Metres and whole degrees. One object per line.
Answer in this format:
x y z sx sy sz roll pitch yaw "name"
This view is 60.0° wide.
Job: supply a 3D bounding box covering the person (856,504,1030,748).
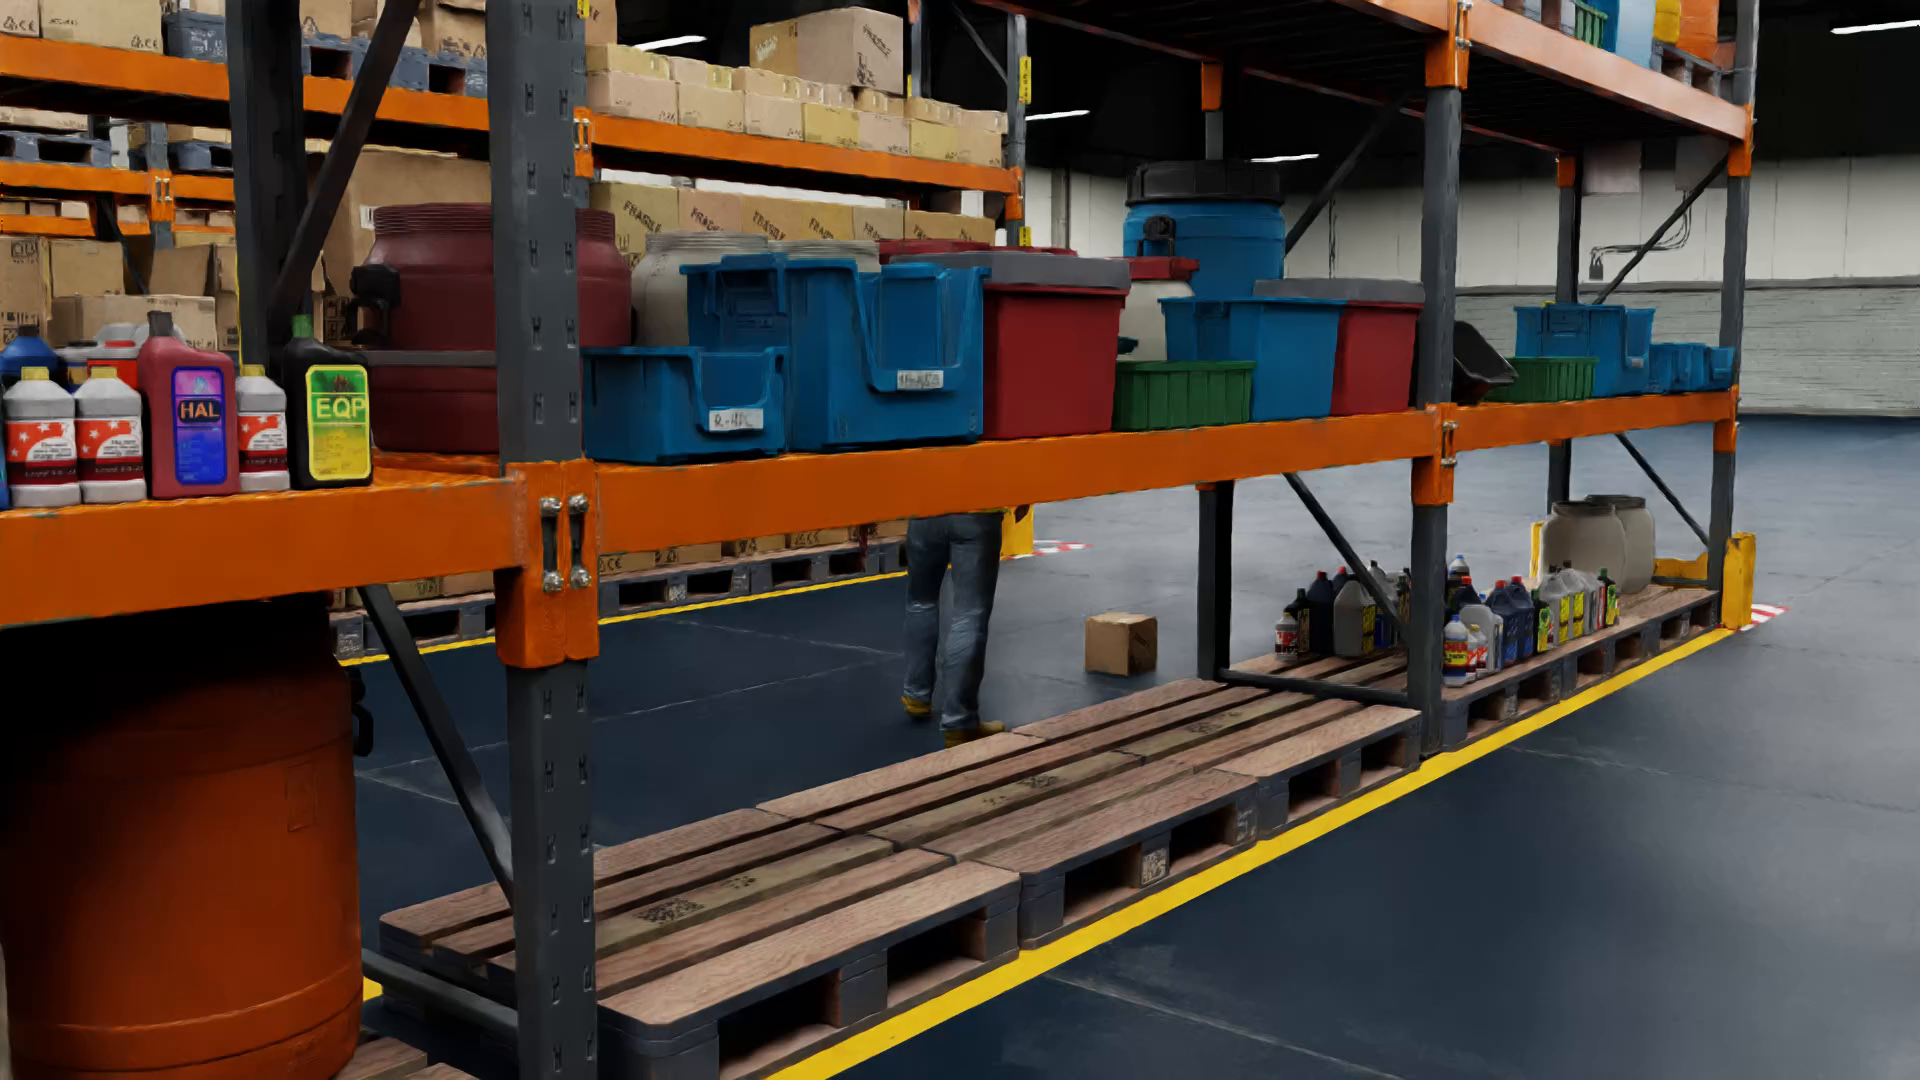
-0.030 -0.099 6.585 0.705 1.716 0.736 2 7 17 "person"
